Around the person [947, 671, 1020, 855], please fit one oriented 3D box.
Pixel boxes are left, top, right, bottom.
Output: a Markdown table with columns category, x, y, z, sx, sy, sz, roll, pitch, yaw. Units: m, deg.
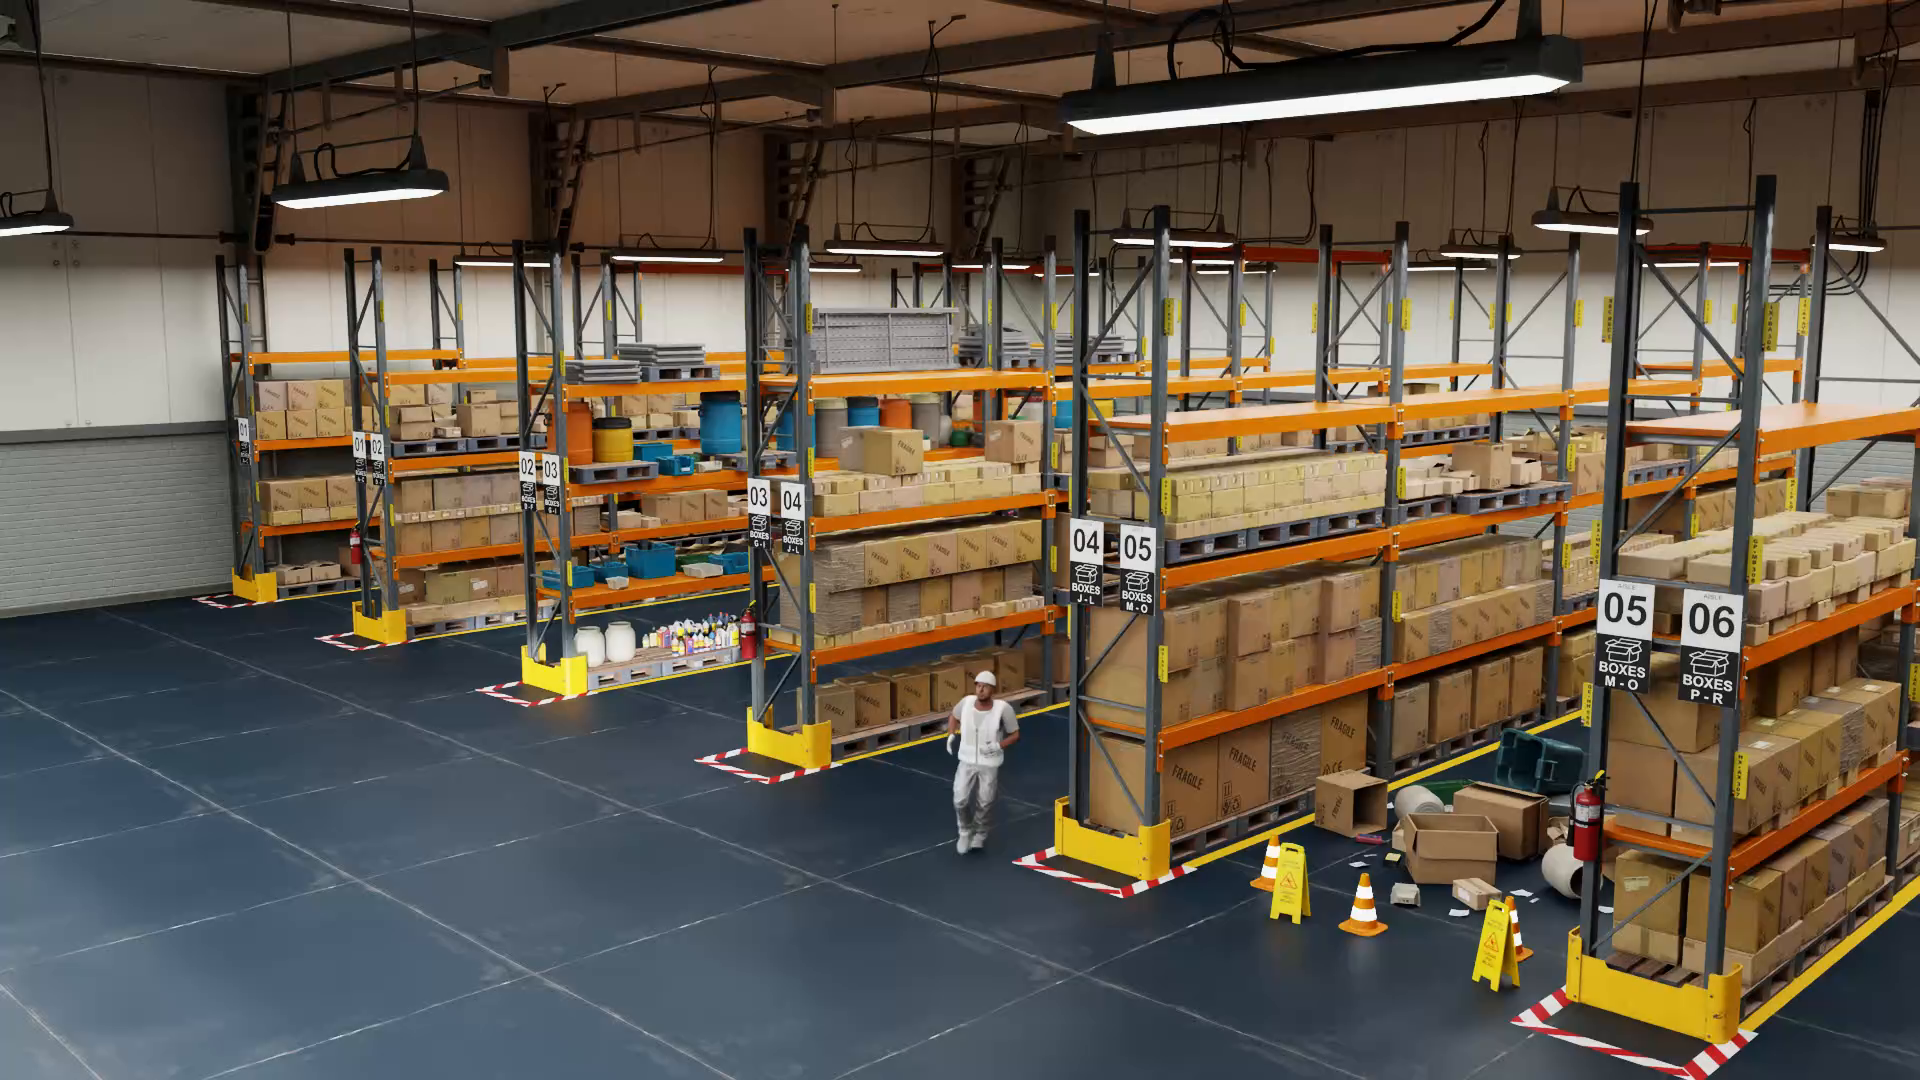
| category | x | y | z | sx | sy | sz | roll | pitch | yaw |
| --- | --- | --- | --- | --- | --- | --- | --- | --- | --- |
| person | 0.205 | 2.101 | 15.596 | 0.719 | 1.777 | 0.592 | 2 | 8 | 14 |
